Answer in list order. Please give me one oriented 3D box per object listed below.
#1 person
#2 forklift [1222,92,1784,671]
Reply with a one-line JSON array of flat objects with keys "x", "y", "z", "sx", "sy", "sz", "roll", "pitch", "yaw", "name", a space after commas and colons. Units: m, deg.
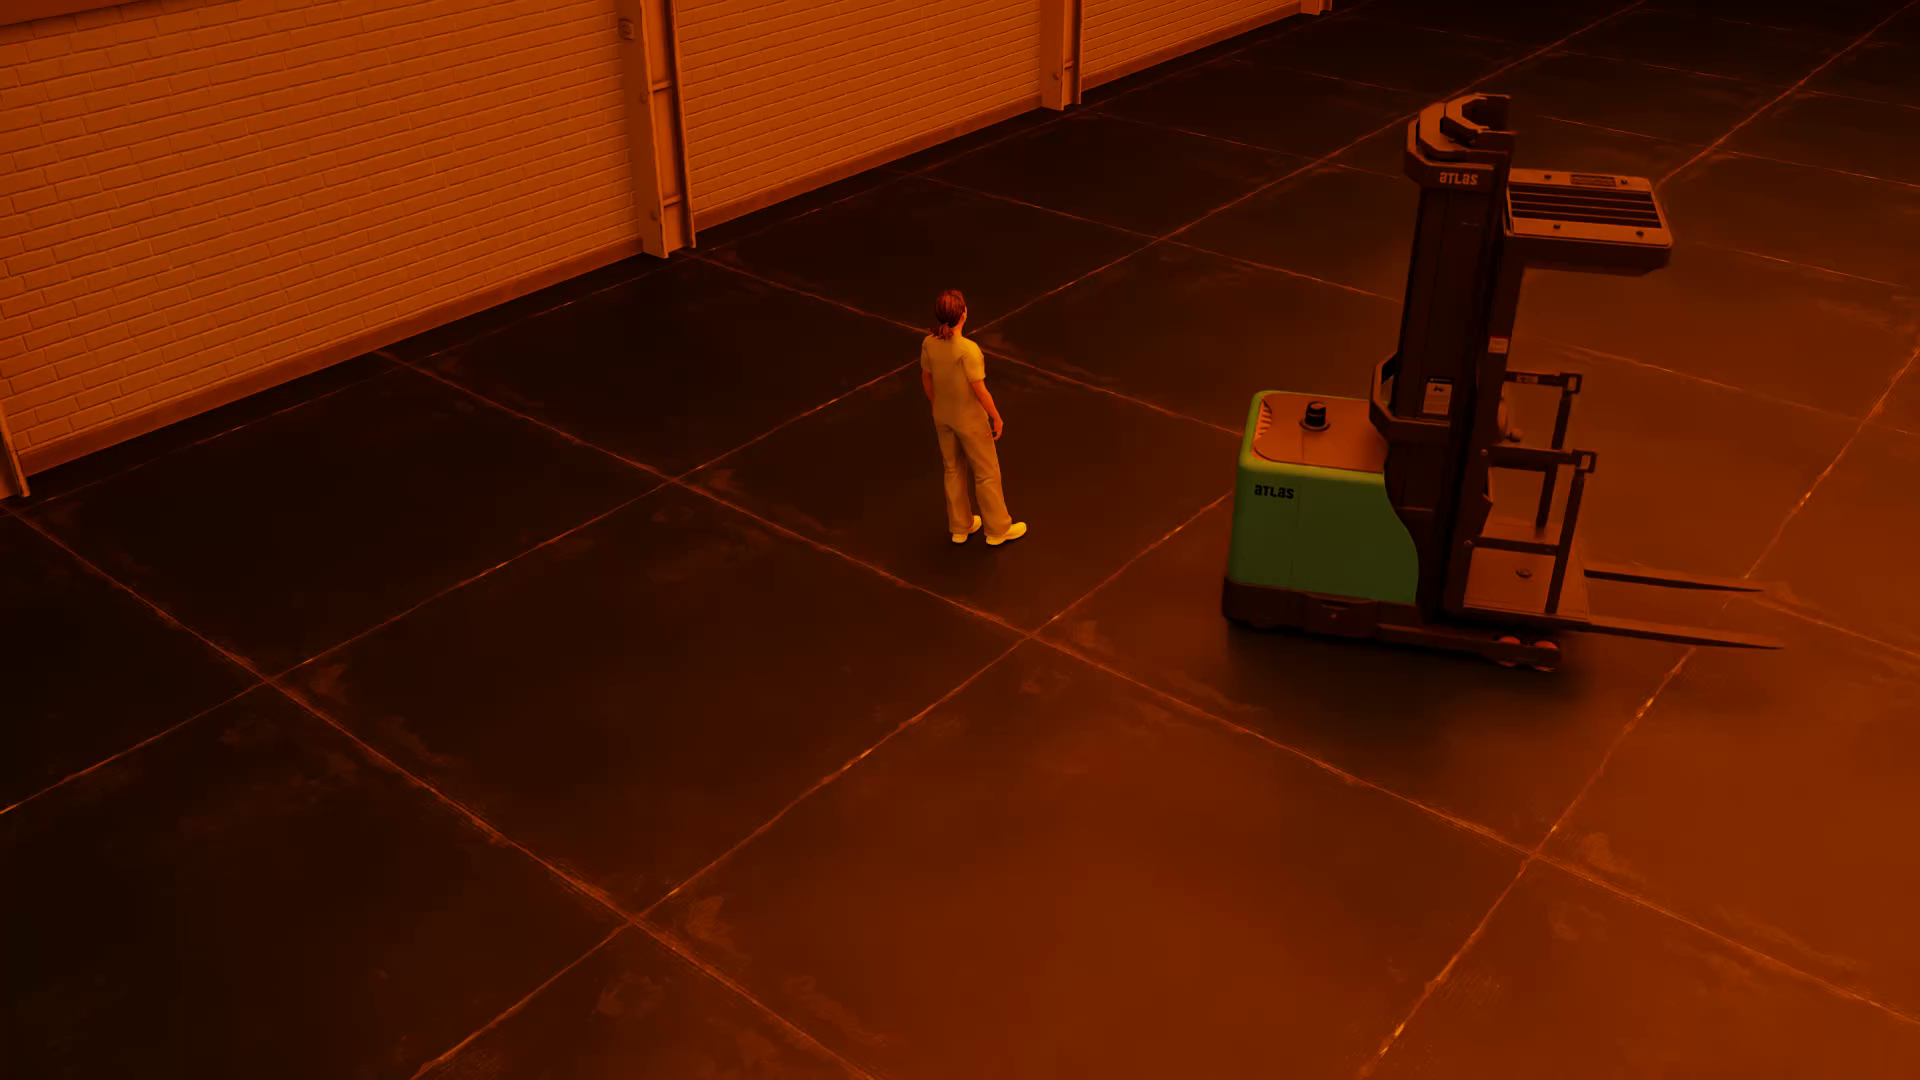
[{"x": 0.062, "y": -0.753, "z": 10.124, "sx": 0.549, "sy": 1.663, "sz": 0.532, "roll": 22, "pitch": 37, "yaw": 33, "name": "person"}, {"x": 3.095, "y": -0.832, "z": 9.019, "sx": 3.031, "sy": 2.935, "sz": 1.130, "roll": 7, "pitch": 31, "yaw": 12, "name": "forklift"}]
